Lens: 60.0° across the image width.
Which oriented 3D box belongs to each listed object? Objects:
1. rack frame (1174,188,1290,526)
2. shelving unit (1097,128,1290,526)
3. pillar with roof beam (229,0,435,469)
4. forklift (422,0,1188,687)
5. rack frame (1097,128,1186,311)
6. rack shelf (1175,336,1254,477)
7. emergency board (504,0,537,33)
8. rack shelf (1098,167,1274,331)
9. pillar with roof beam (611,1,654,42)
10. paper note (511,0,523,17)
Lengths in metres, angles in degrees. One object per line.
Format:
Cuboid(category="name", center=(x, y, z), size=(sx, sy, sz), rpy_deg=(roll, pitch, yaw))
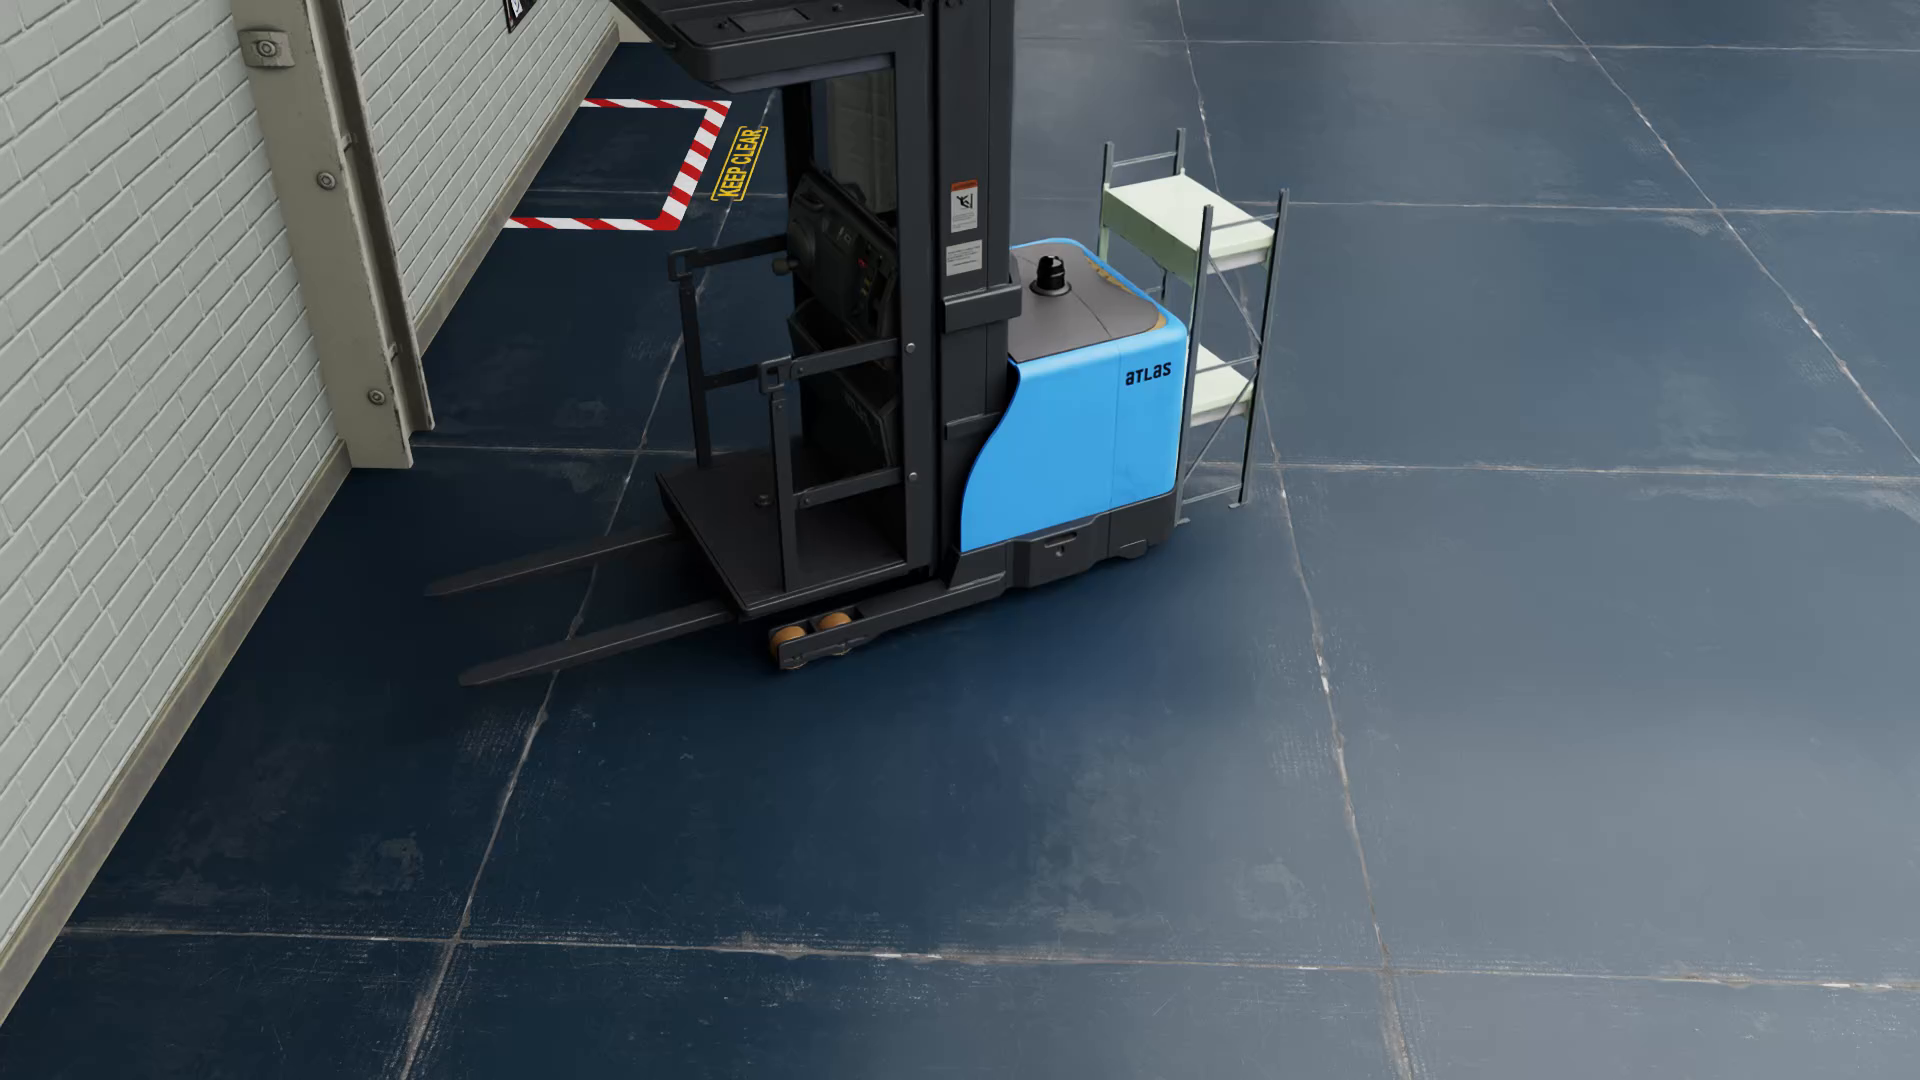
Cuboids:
Cuboid(category="rack frame", center=(1.120, -0.733, 6.981), size=(0.400, 1.500, 0.023), rpy_deg=(-16, 38, -23))
Cuboid(category="shelving unit", center=(0.950, -0.919, 7.246), size=(0.431, 1.500, 0.755), rpy_deg=(-16, 38, -23))
Cuboid(category="pillar with roof beam", center=(1.601, -4.032, 5.161), size=(9.100, 9.000, 0.400), rpy_deg=(1, 35, 2))
Cuboid(category="forklift", center=(-0.629, -1.040, 6.181), size=(3.031, 2.935, 1.130), rpy_deg=(-16, 38, -21))
Cuboid(category="rack frame", center=(0.780, -1.106, 7.511), size=(0.400, 1.500, 0.023), rpy_deg=(-16, 38, -23))
Cuboid(category="rack shelf", center=(0.945, -0.651, 7.431), size=(0.431, 0.370, 0.720), rpy_deg=(-16, 38, -23))
Cuboid(category="emergency board", center=(-2.616, -3.700, 9.907), size=(0.157, 1.169, 0.626), rpy_deg=(1, 35, 2))
Cuboid(category="rack shelf", center=(0.956, -1.240, 7.025), size=(0.431, 0.370, 0.720), rpy_deg=(-16, 38, -23))
Cuboid(category="pillar with roof beam", center=(1.842, -7.479, 10.066), size=(9.100, 9.000, 0.400), rpy_deg=(1, 35, 2))
Cuboid(category="paper note", center=(-2.673, -3.245, 10.024), size=(0.016, 0.148, 0.142), rpy_deg=(1, 35, 2))
